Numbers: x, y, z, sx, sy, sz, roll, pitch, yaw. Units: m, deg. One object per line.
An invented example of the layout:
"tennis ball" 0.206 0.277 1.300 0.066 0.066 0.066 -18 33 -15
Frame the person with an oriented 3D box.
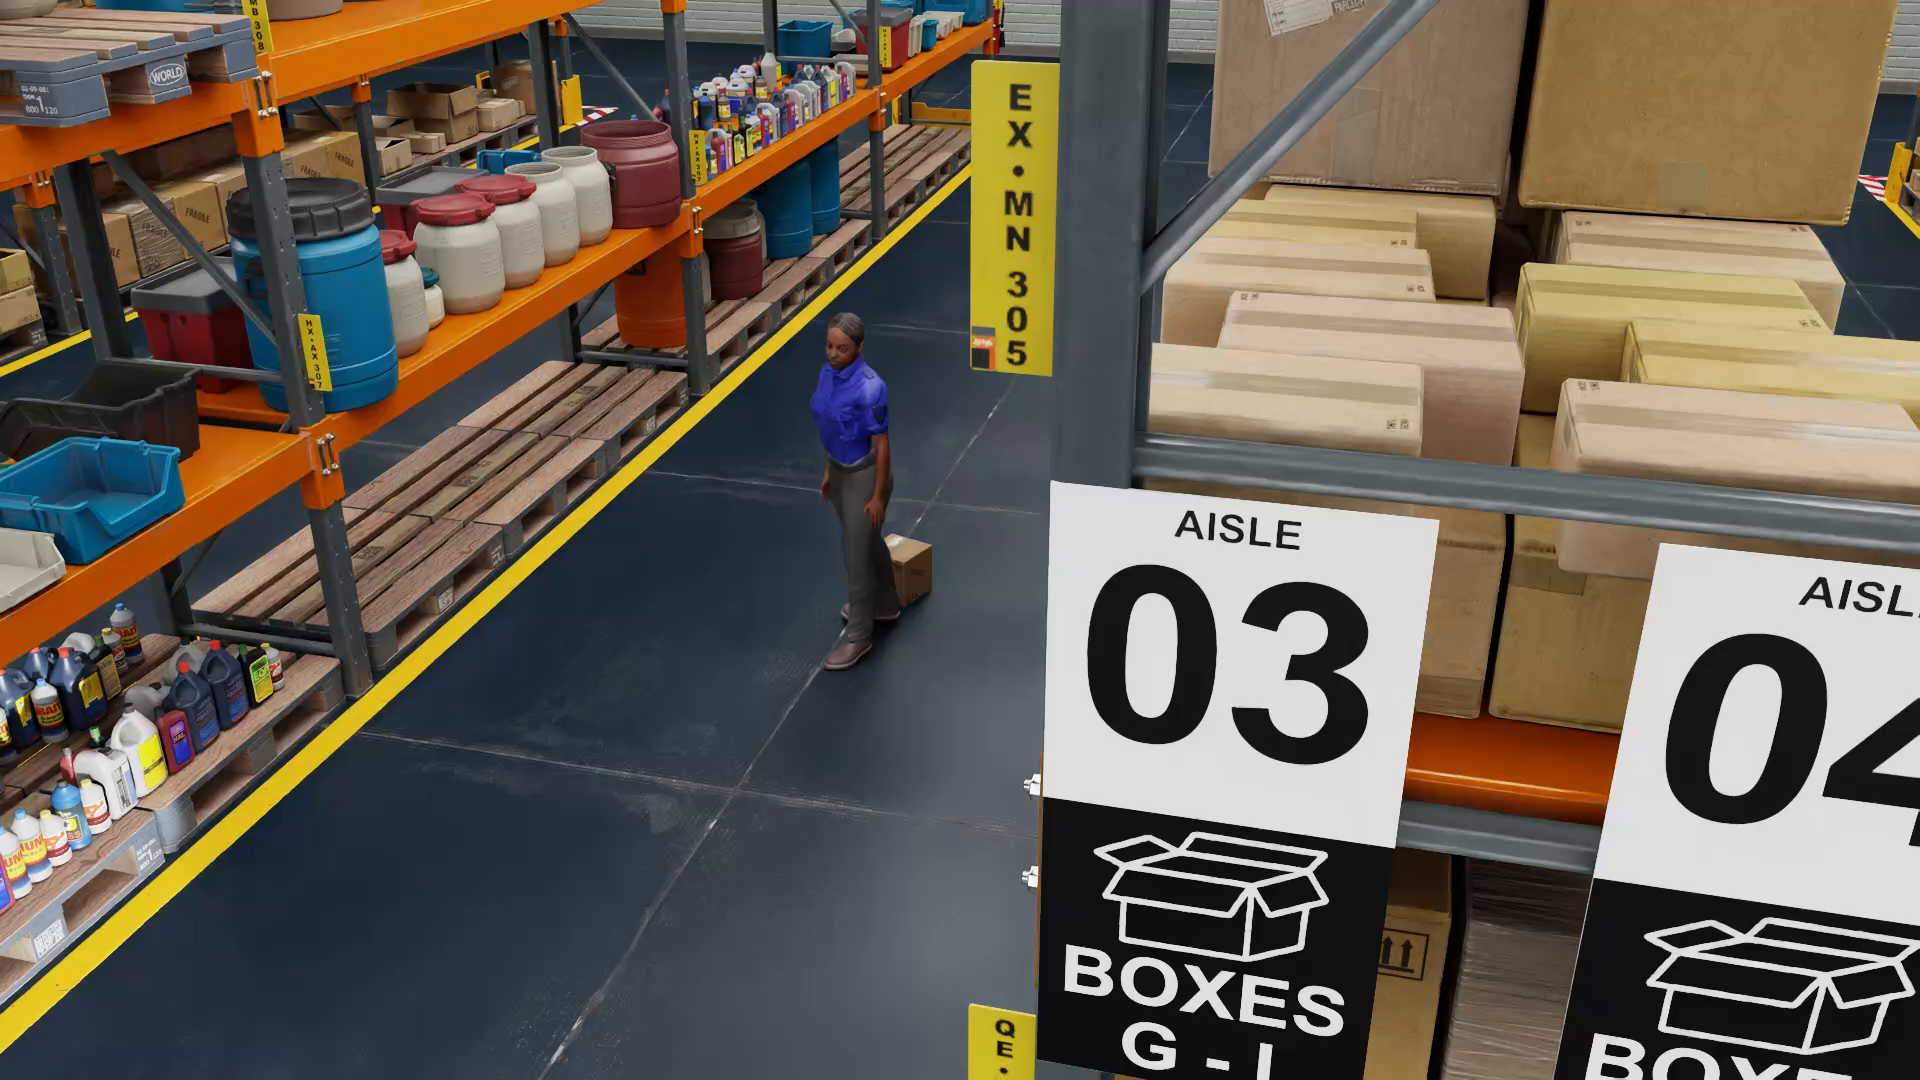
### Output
"person" -0.492 -0.270 7.666 0.533 1.657 0.495 -14 29 -27
